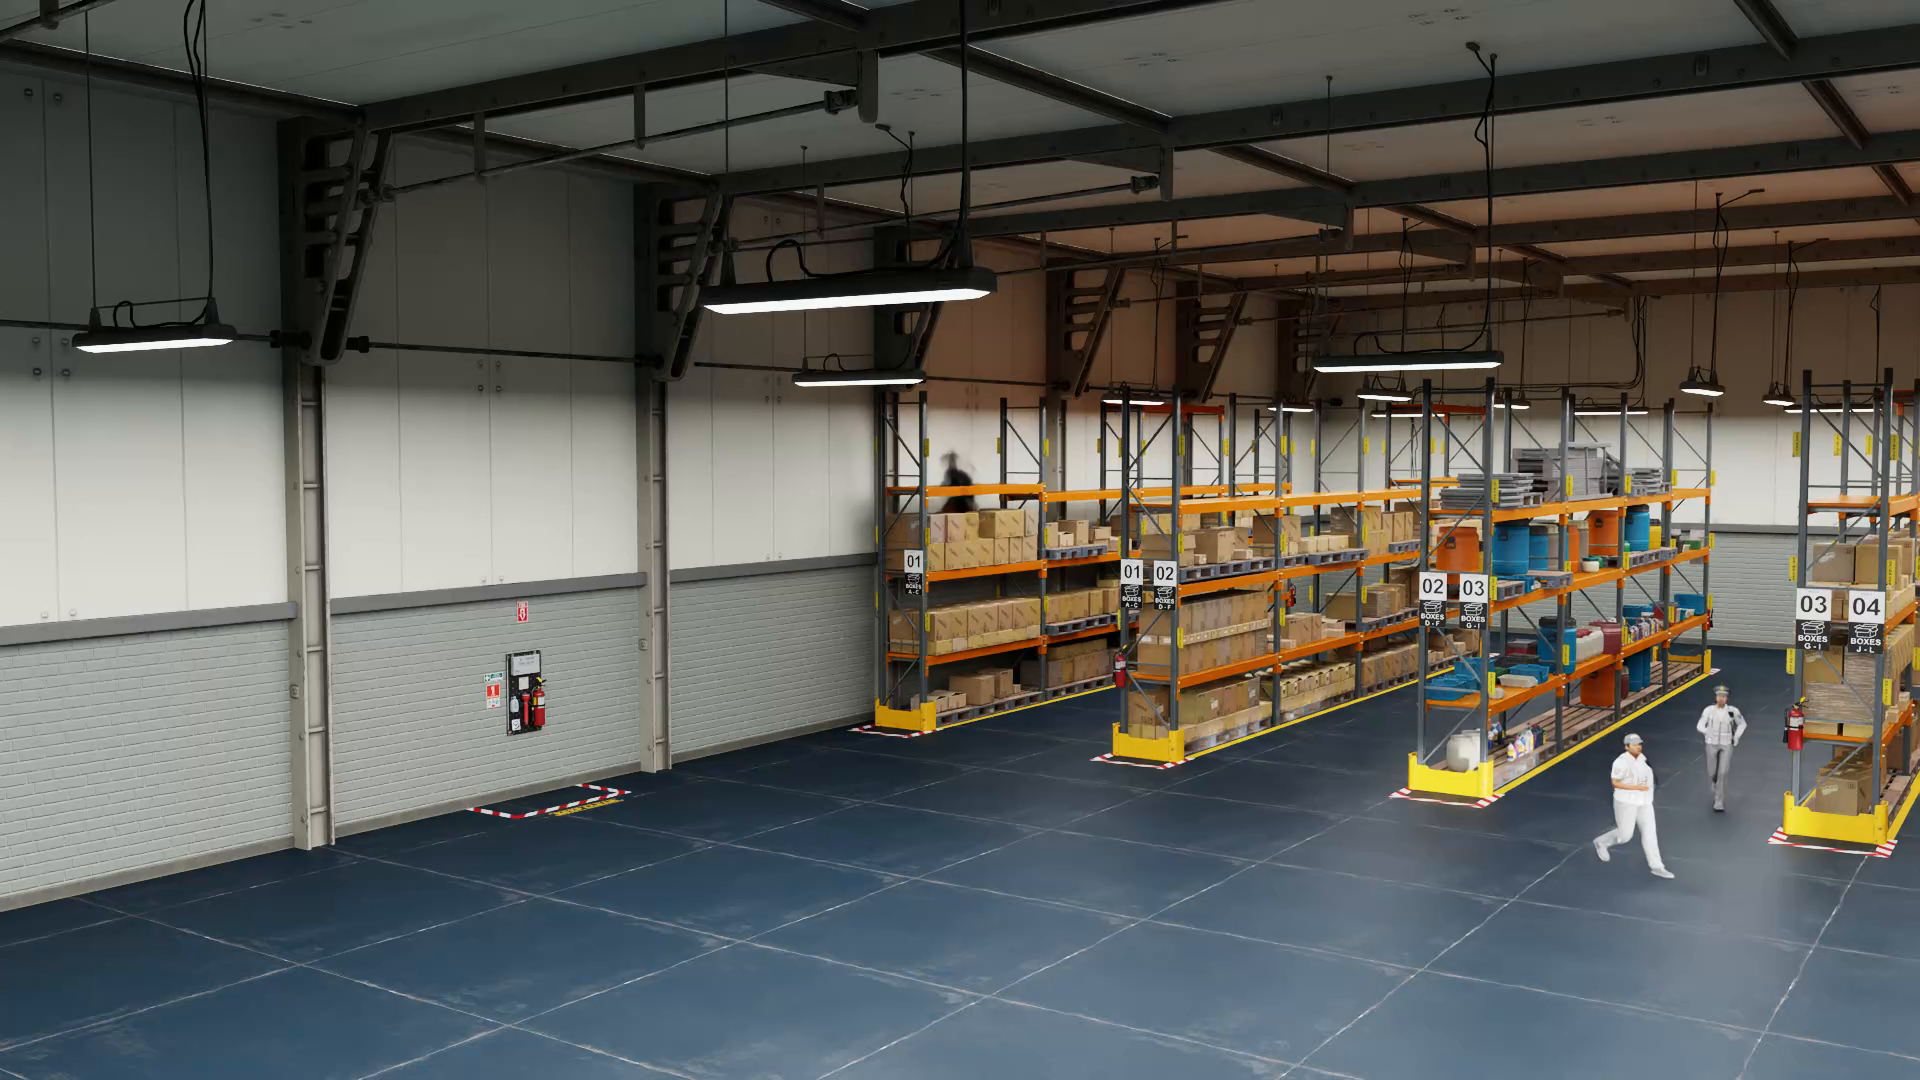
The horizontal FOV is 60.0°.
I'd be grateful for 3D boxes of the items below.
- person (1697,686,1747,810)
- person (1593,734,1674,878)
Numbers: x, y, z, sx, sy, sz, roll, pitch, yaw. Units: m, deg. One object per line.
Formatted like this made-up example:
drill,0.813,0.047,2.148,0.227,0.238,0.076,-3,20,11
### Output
person,10.592,2.857,23.153,0.618,1.667,0.893,2,4,29
person,7.906,3.075,19.449,0.619,1.598,1.044,-1,3,-23
